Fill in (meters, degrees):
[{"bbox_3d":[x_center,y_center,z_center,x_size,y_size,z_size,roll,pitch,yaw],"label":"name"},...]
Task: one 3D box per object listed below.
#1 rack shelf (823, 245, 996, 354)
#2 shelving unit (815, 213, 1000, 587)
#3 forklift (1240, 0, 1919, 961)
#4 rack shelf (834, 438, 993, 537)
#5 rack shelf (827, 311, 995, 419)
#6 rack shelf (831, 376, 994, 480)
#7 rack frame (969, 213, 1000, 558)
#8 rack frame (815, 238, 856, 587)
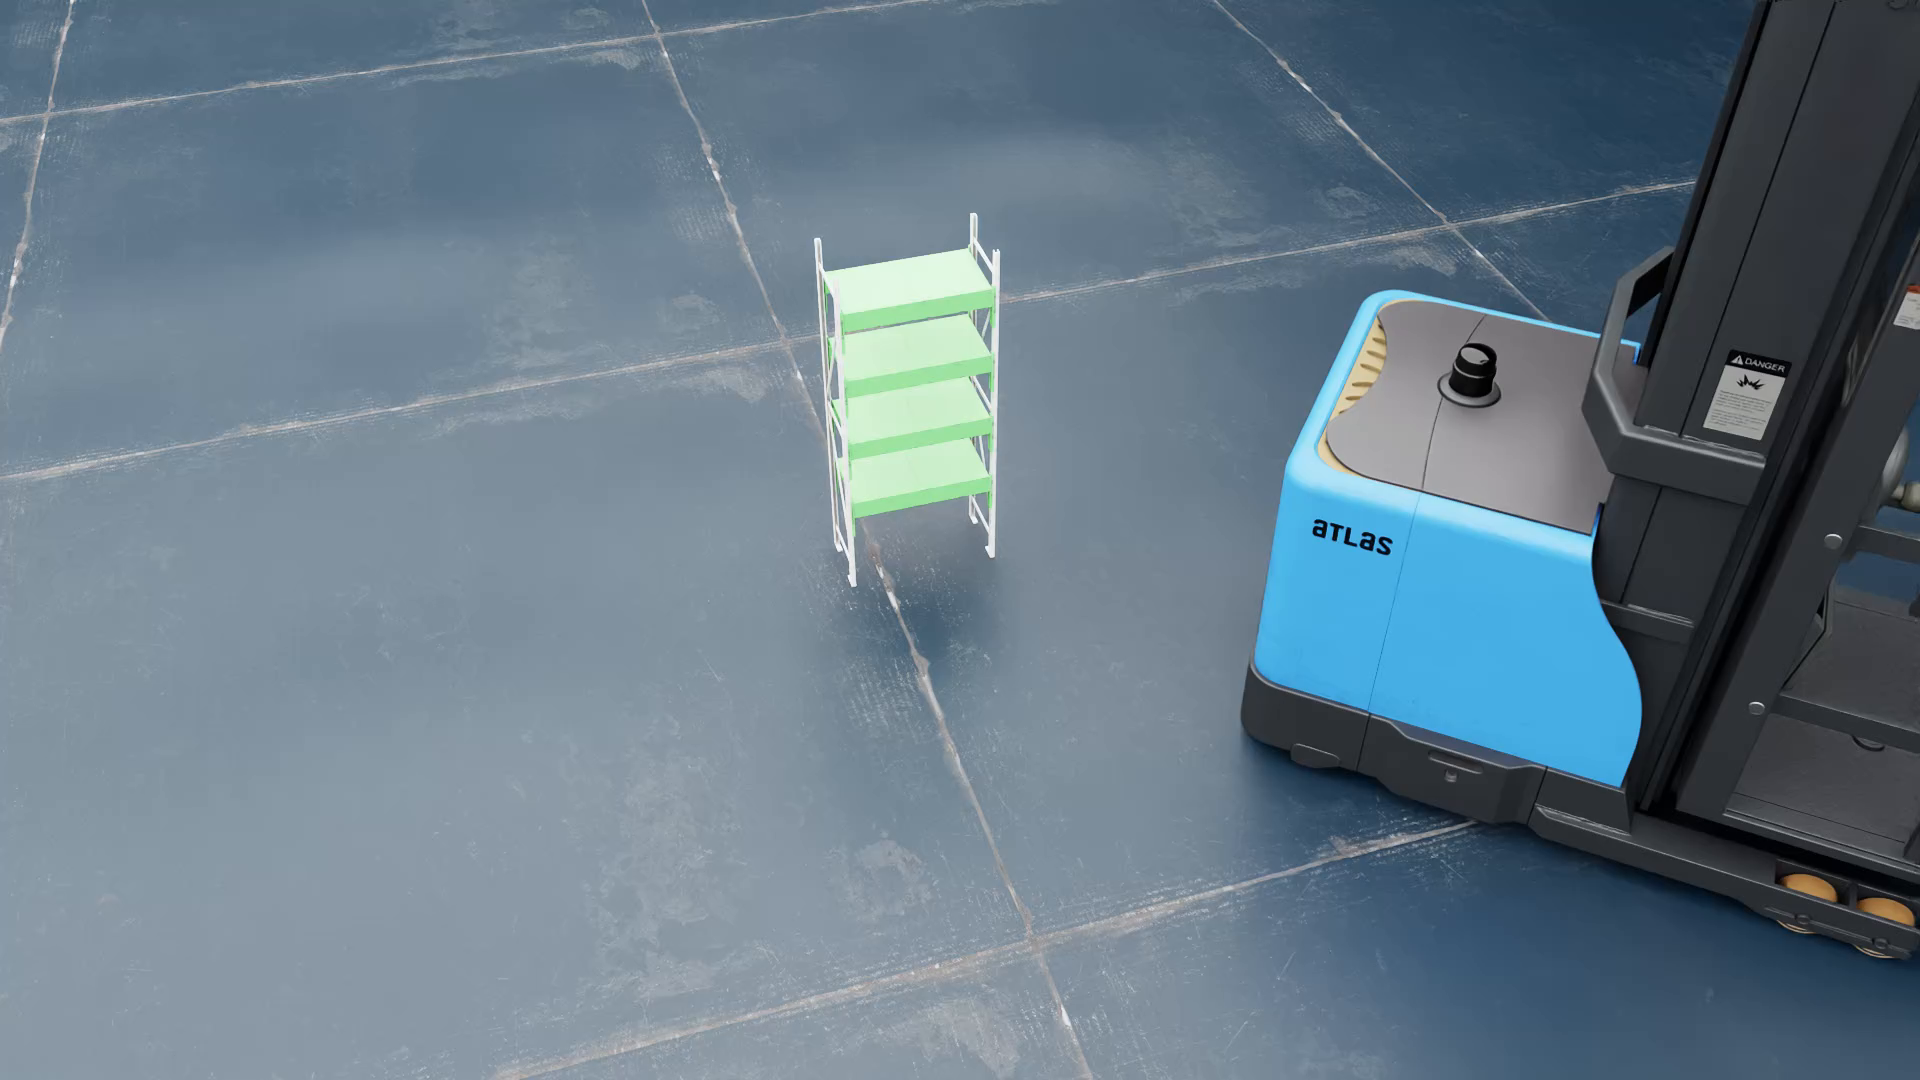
[{"bbox_3d":[-0.158,-0.732,5.044,0.480,0.148,0.258,-12,42,-13],"label":"rack shelf"},{"bbox_3d":[-0.158,-0.419,5.318,0.503,1.200,0.258,-12,42,-13],"label":"shelving unit"},{"bbox_3d":[2.410,-0.384,3.961,3.031,2.935,1.130,16,44,18],"label":"forklift"},{"bbox_3d":[-0.158,-0.190,5.518,0.480,0.148,0.258,-12,42,-13],"label":"rack shelf"},{"bbox_3d":[-0.158,-0.552,5.202,0.480,0.148,0.258,-12,42,-13],"label":"rack shelf"},{"bbox_3d":[-0.158,-0.371,5.360,0.480,0.148,0.258,-12,42,-13],"label":"rack shelf"},{"bbox_3d":[0.075,-0.467,5.373,0.015,1.200,0.240,-12,42,-13],"label":"rack frame"},{"bbox_3d":[-0.391,-0.371,5.263,0.015,1.200,0.240,-12,42,-13],"label":"rack frame"}]
